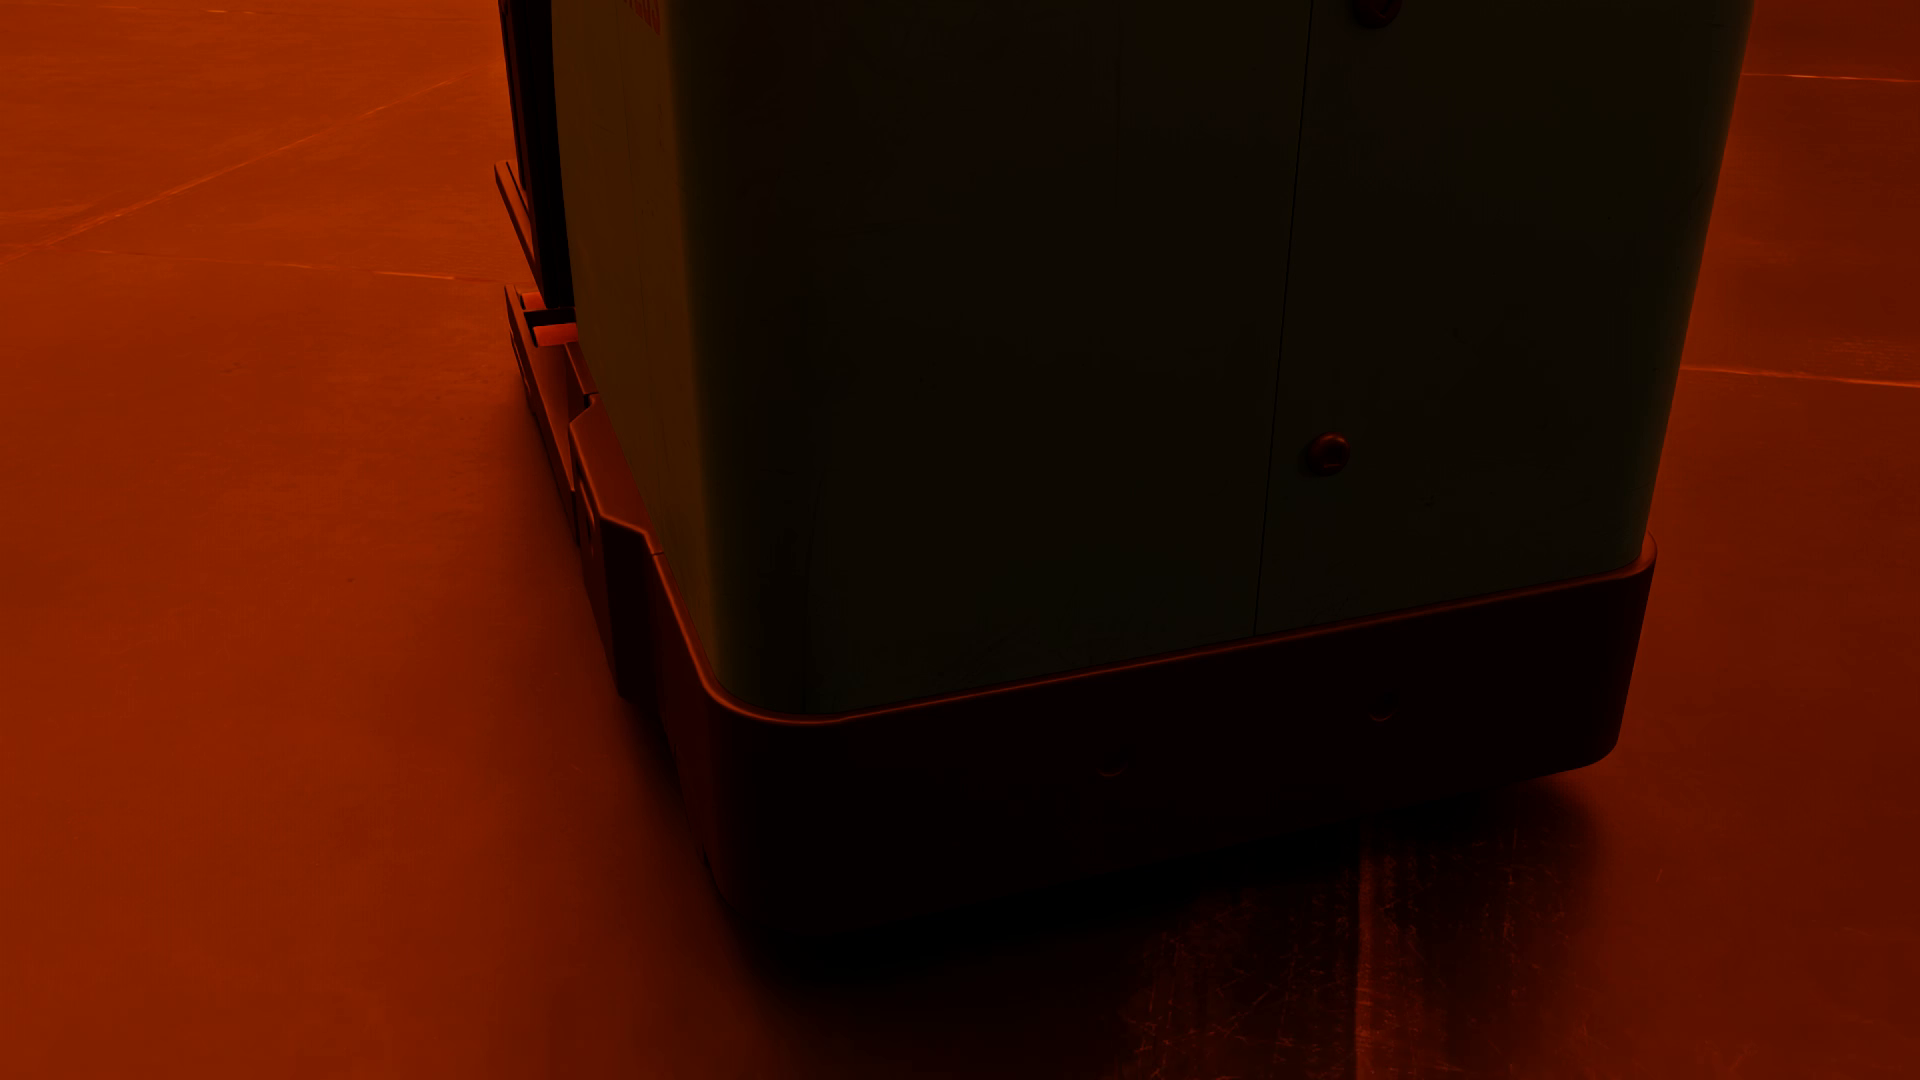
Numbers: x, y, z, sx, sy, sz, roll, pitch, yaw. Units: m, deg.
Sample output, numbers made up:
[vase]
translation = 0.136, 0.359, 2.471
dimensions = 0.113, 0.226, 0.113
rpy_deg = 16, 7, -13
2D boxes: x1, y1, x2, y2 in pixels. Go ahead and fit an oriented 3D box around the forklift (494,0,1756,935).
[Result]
[forklift]
translation = -0.204, -1.575, 2.368
dimensions = 1.130, 2.935, 3.031
rpy_deg = -9, 28, -17
